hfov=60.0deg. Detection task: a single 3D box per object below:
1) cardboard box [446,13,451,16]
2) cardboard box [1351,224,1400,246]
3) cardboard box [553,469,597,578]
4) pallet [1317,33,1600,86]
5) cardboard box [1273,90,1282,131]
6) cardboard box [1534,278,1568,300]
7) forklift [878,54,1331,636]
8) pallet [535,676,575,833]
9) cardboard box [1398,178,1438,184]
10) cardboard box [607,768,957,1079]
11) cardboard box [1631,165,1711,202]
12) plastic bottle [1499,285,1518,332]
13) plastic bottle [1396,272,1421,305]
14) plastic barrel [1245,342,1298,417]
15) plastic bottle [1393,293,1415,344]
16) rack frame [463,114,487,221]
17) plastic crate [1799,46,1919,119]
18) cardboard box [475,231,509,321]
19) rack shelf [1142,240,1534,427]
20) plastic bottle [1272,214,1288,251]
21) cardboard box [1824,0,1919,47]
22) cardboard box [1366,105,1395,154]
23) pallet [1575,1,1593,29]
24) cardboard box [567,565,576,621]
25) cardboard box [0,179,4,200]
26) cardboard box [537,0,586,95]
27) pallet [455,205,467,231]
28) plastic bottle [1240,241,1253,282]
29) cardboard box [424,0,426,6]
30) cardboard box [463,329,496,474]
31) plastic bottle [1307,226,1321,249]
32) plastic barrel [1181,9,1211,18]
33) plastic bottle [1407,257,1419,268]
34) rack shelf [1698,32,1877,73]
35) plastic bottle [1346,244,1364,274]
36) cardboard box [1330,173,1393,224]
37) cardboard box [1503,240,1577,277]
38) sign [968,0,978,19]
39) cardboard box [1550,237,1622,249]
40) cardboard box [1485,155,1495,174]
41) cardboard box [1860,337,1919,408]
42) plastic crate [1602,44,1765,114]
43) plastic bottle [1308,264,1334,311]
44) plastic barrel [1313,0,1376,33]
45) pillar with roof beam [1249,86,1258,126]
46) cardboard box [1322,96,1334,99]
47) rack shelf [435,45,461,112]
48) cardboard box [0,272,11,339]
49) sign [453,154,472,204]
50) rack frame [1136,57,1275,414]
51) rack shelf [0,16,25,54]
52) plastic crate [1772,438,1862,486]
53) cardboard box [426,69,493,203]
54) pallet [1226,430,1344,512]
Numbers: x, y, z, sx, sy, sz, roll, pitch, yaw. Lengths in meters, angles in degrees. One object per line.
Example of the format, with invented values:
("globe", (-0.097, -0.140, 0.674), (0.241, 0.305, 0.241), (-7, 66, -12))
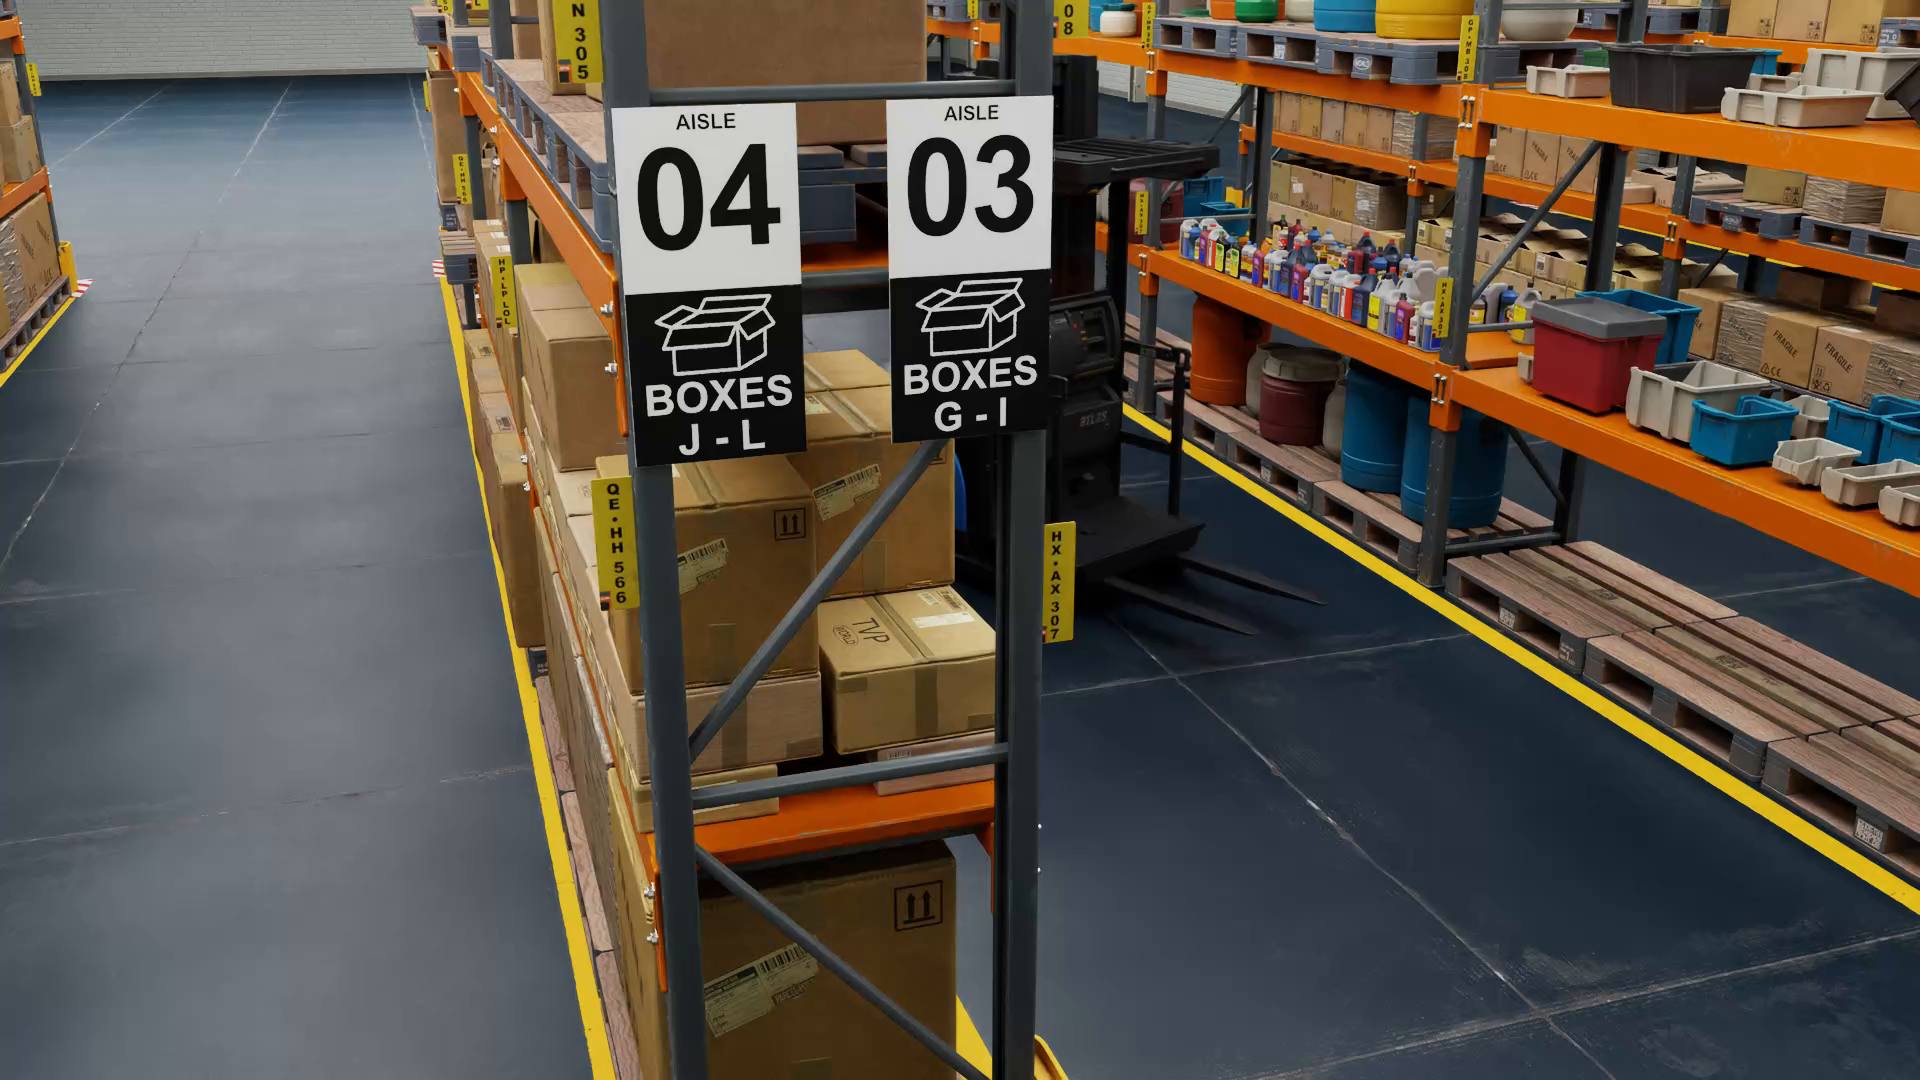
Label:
("cardboard box", (-3.355, -3.938, 11.618), (0.500, 0.500, 0.500), (-6, 21, -17))
("cardboard box", (4.851, -3.480, 19.114), (0.500, 0.250, 0.500), (-6, 21, -17))
("cardboard box", (-1.173, -0.077, 5.974), (0.500, 0.250, 0.500), (-6, 21, -17))
("pallet", (2.824, -2.761, 9.507), (1.213, 0.211, 1.003), (-6, 21, -17))
("cardboard box", (4.229, -5.469, 21.056), (0.700, 0.500, 0.500), (-6, 21, -17))
("cardboard box", (5.892, -2.379, 16.048), (0.500, 0.250, 0.500), (-6, 21, -16))
("forklift", (0.709, -1.141, 9.257), (1.130, 2.935, 3.031), (-17, 26, -40))
("pallet", (-1.374, 0.894, 7.615), (1.003, 0.211, 1.213), (-6, 21, -17))
("cardboard box", (5.339, -3.887, 19.139), (0.500, 0.500, 0.500), (-6, 21, -17))
("cardboard box", (-0.559, 1.219, 5.109), (0.875, 0.875, 0.875), (-6, 21, -17))
("cardboard box", (6.512, -3.271, 15.218), (0.500, 0.311, 0.500), (-7, 21, -18))
("plastic bottle", (3.326, -1.408, 10.091), (0.097, 0.271, 0.097), (0, 20, 0))
("plastic bottle", (2.700, -1.449, 10.087), (0.144, 0.351, 0.185), (-6, 21, -17))
("plastic barrel", (2.338, -1.180, 12.324), (0.421, 0.512, 0.421), (0, 20, 0))
("plastic bottle", (2.616, -1.303, 9.781), (0.061, 0.283, 0.133), (-6, 21, -17))
("rack frame", (-2.796, -1.954, 11.420), (1.000, 3.000, 0.127), (-6, 21, -17))
("plastic crate", (4.016, -2.013, 7.322), (0.437, 0.282, 0.530), (-6, 21, -17))
("cardboard box", (-2.738, -1.651, 10.428), (0.500, 0.500, 0.500), (-7, 21, -19))
("rack shelf", (2.534, -1.500, 11.220), (1.077, 0.370, 4.000), (-6, 21, -17))
("plastic bottle", (2.438, -2.341, 12.669), (0.061, 0.283, 0.133), (-6, 21, -17))
("cardboard box", (7.102, -3.997, 12.523), (0.910, 0.500, 0.500), (-6, 21, -17))
("cardboard box", (5.034, -4.646, 18.768), (0.700, 0.500, 0.500), (-7, 21, -18))
("pallet", (5.957, -4.895, 15.450), (1.003, 0.211, 1.213), (-5, 20, -15))
("cardboard box", (-1.187, 0.161, 5.901), (0.380, 0.149, 0.250), (-6, 21, -16))
("cardboard box", (-9.174, -3.291, 14.919), (0.875, 0.550, 0.550), (-6, 21, -17))
("cardboard box", (-1.042, -1.773, 5.562), (0.700, 0.500, 0.500), (-5, 20, -15))
("pallet", (-3.457, -2.495, 13.209), (1.003, 0.211, 1.213), (-6, 21, -17))
("plastic bottle", (2.005, -1.941, 11.574), (0.097, 0.271, 0.097), (0, 20, 0))
("cardboard box", (-5.237, -5.516, 17.120), (0.500, 0.250, 0.500), (-7, 21, -18))
("cardboard box", (-2.599, -0.928, 11.085), (1.225, 0.875, 0.875), (-7, 21, -20))
("plastic bottle", (2.590, -2.160, 12.183), (0.097, 0.271, 0.097), (0, 20, 0))
("plastic barrel", (1.779, -3.893, 12.610), (0.294, 0.245, 0.294), (0, 20, 0))
("plastic bottle", (3.005, -1.737, 11.005), (0.097, 0.271, 0.097), (0, 20, 0))
("rack shelf", (7.238, -3.437, 12.174), (1.077, 0.370, 4.000), (-6, 21, -17))
("plastic bottle", (2.718, -1.900, 11.440), (0.061, 0.283, 0.133), (-6, 21, -17))
("cardboard box", (4.692, -3.993, 19.433), (0.500, 0.500, 0.500), (-6, 21, -17))
("cardboard box", (5.730, -2.804, 16.403), (0.500, 0.311, 0.500), (-6, 21, -16))
("sign", (0.123, -5.125, 15.797), (0.100, 0.325, 0.005), (-6, 21, -17))
("cardboard box", (6.230, -2.869, 16.583), (0.500, 0.311, 0.500), (-7, 21, -18))
("cardboard box", (5.436, -3.865, 17.111), (0.380, 0.149, 0.250), (-6, 21, -17))
("cardboard box", (7.135, -1.201, 12.370), (0.500, 0.500, 0.500), (-6, 21, -17))
("plastic crate", (3.293, -2.119, 7.635), (0.497, 0.269, 0.590), (-6, 21, -17))
("plastic bottle", (2.344, -1.627, 10.693), (0.152, 0.276, 0.135), (-6, 21, -17))
("plastic barrel", (2.481, -3.574, 10.128), (0.600, 0.901, 0.708), (-6, 21, -17))
("pillar with roof beam", (1.979, -12.184, 31.027), (9.100, 9.000, 0.400), (-6, 21, -17))
("cardboard box", (4.496, -5.283, 19.580), (0.380, 0.149, 0.250), (-6, 21, -17))
("rack shelf", (-3.425, -3.669, 12.821), (1.077, 0.370, 4.000), (-6, 21, -17))
("cardboard box", (-8.925, -2.150, 14.487), (0.875, 0.875, 0.875), (-6, 21, -16))
("sign", (-3.309, -2.401, 11.068), (0.100, 0.325, 0.005), (-6, 21, -17))
("rack frame", (1.906, -2.480, 12.885), (1.000, 3.000, 0.127), (-6, 21, -17))
("rack shelf", (-9.423, -4.458, 15.018), (1.077, 0.370, 4.000), (-6, 21, -17))
("plastic crate", (3.693, -0.334, 7.211), (0.298, 0.136, 0.250), (-6, 21, -17))
("cardboard box", (-3.937, -3.448, 14.070), (1.000, 1.000, 1.000), (-6, 21, -17))
("pallet", (2.573, -0.529, 11.576), (1.003, 0.211, 1.213), (-6, 21, -17))
